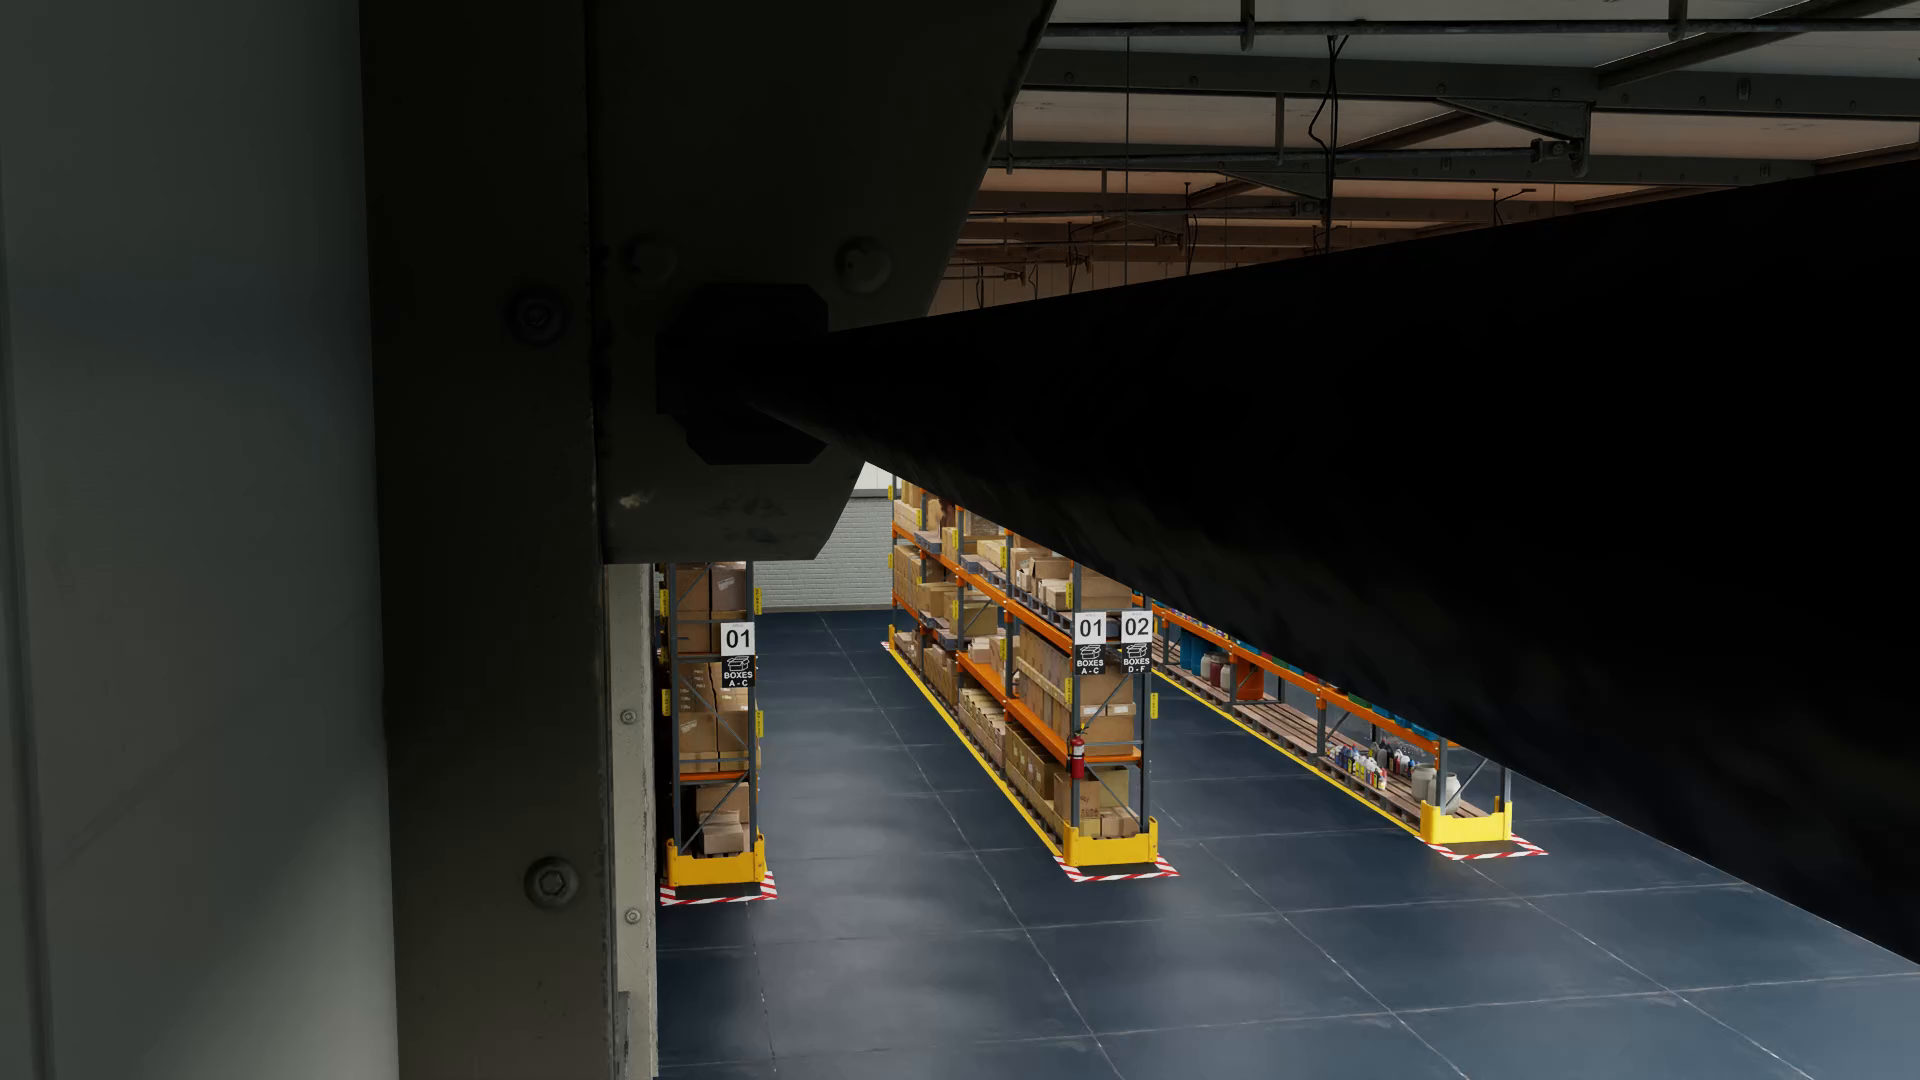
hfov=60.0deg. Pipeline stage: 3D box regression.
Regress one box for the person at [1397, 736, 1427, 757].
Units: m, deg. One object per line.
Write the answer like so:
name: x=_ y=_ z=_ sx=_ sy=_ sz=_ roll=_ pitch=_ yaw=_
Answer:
person: x=7.353 y=2.709 z=26.863 sx=0.520 sy=1.456 sz=0.965 roll=-1 pitch=6 yaw=-8
